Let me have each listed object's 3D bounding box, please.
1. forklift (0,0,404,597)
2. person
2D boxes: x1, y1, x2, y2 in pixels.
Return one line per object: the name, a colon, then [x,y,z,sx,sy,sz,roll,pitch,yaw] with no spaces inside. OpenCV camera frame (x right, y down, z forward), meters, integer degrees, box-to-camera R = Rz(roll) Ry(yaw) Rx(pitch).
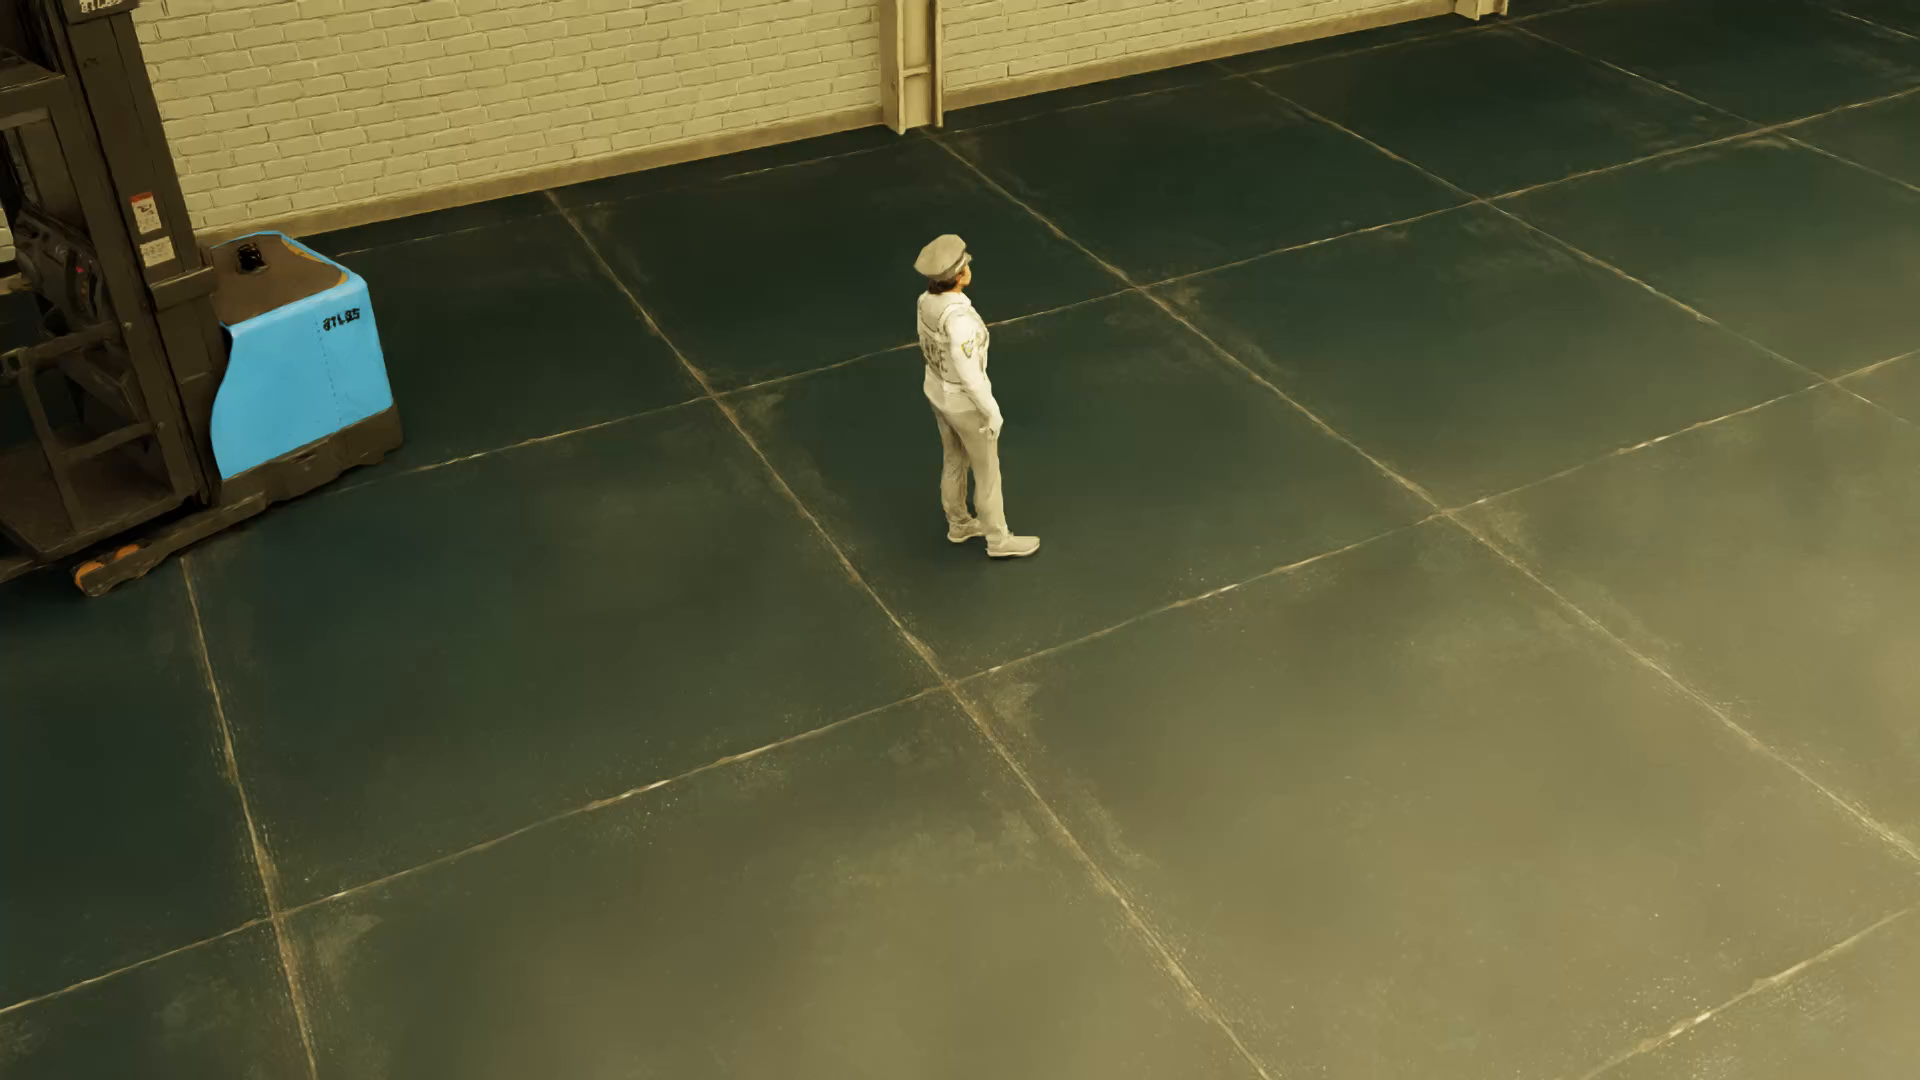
forklift: [-4.478,-1.253,7.895,1.130,2.935,3.031,27,44,33]
person: [0.063,-0.713,8.190,0.532,1.695,0.586,-17,39,-23]
